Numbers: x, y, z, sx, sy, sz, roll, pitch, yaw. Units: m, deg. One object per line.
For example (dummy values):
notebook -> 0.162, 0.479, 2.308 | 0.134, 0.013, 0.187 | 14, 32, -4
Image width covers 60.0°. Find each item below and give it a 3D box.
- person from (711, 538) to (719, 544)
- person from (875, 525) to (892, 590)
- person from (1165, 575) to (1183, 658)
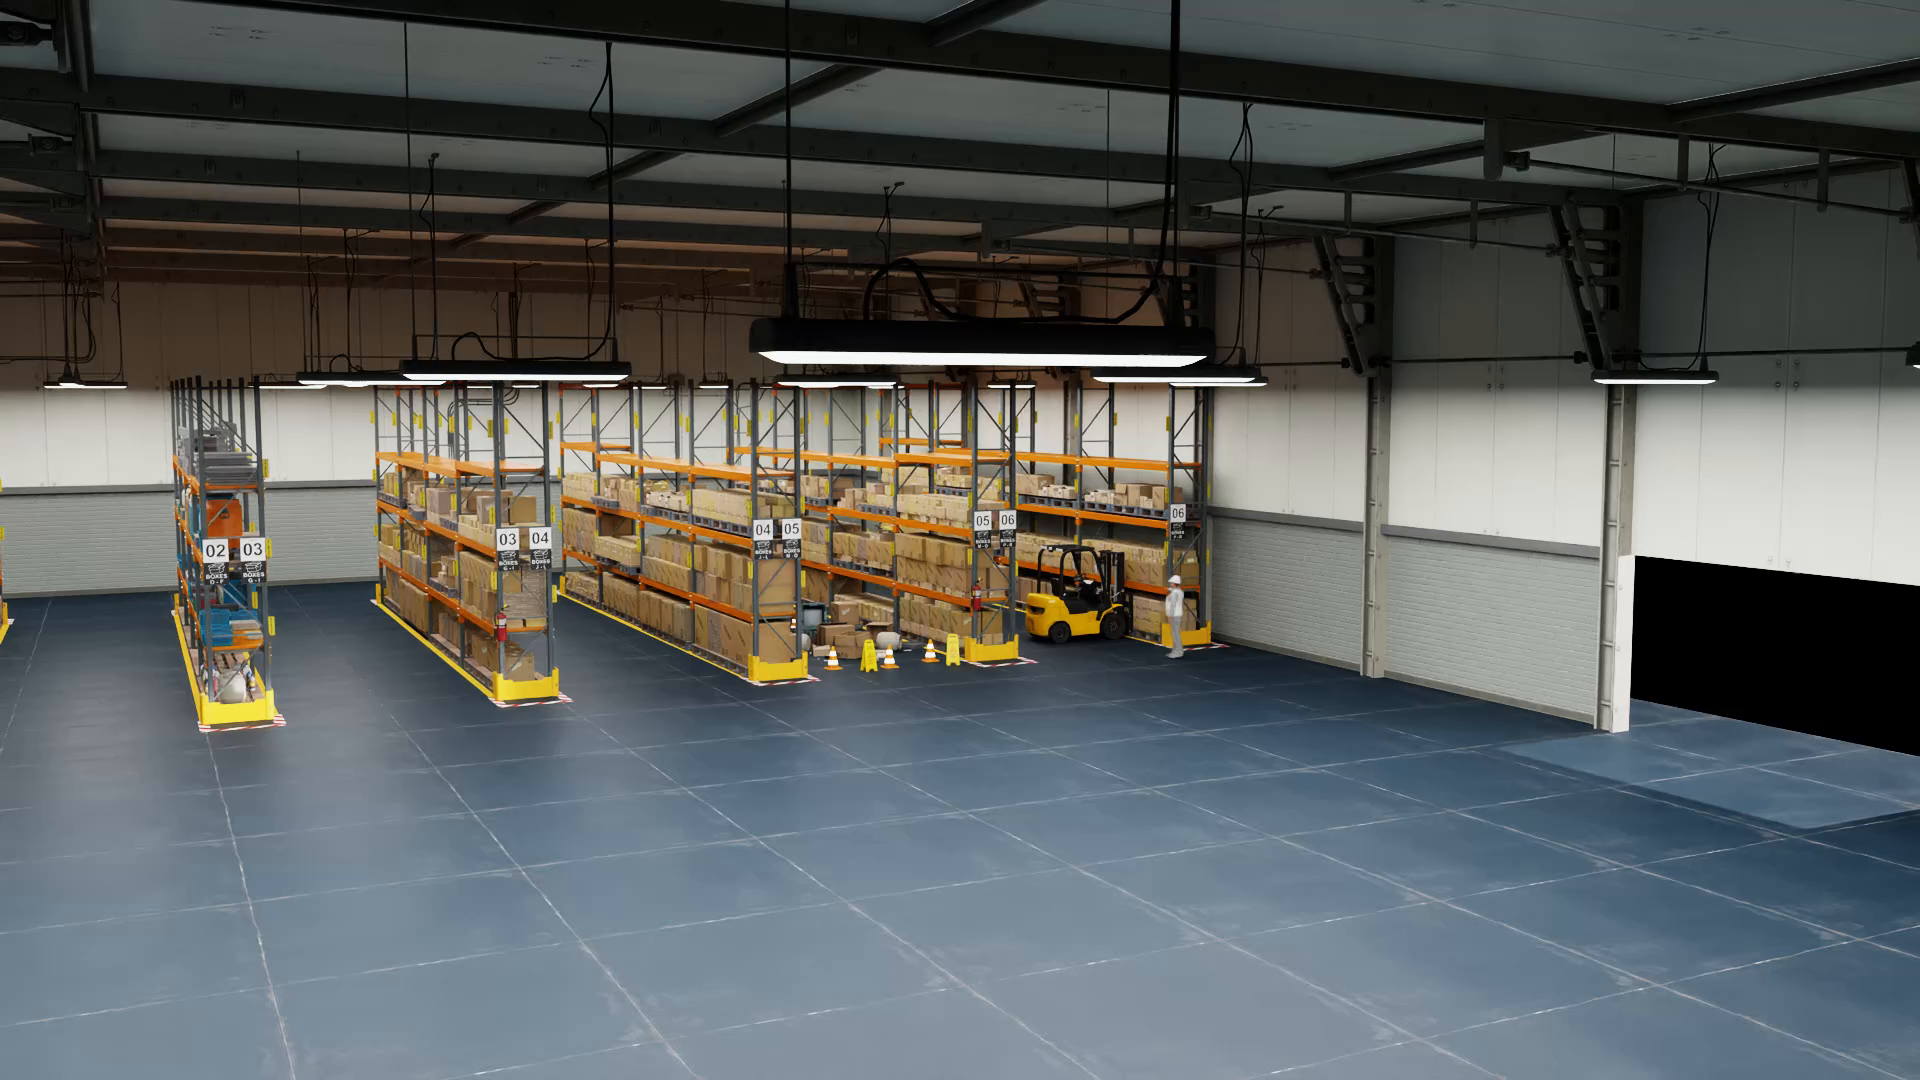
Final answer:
person -> -6.918, 0.745, 46.970 | 0.547, 1.612, 0.344 | 3, 6, 27
person -> -2.087, 0.479, 45.735 | 0.606, 1.769, 0.414 | 1, 5, 9
person -> 4.625, 1.649, 35.922 | 0.406, 1.785, 0.616 | 0, 5, 1
